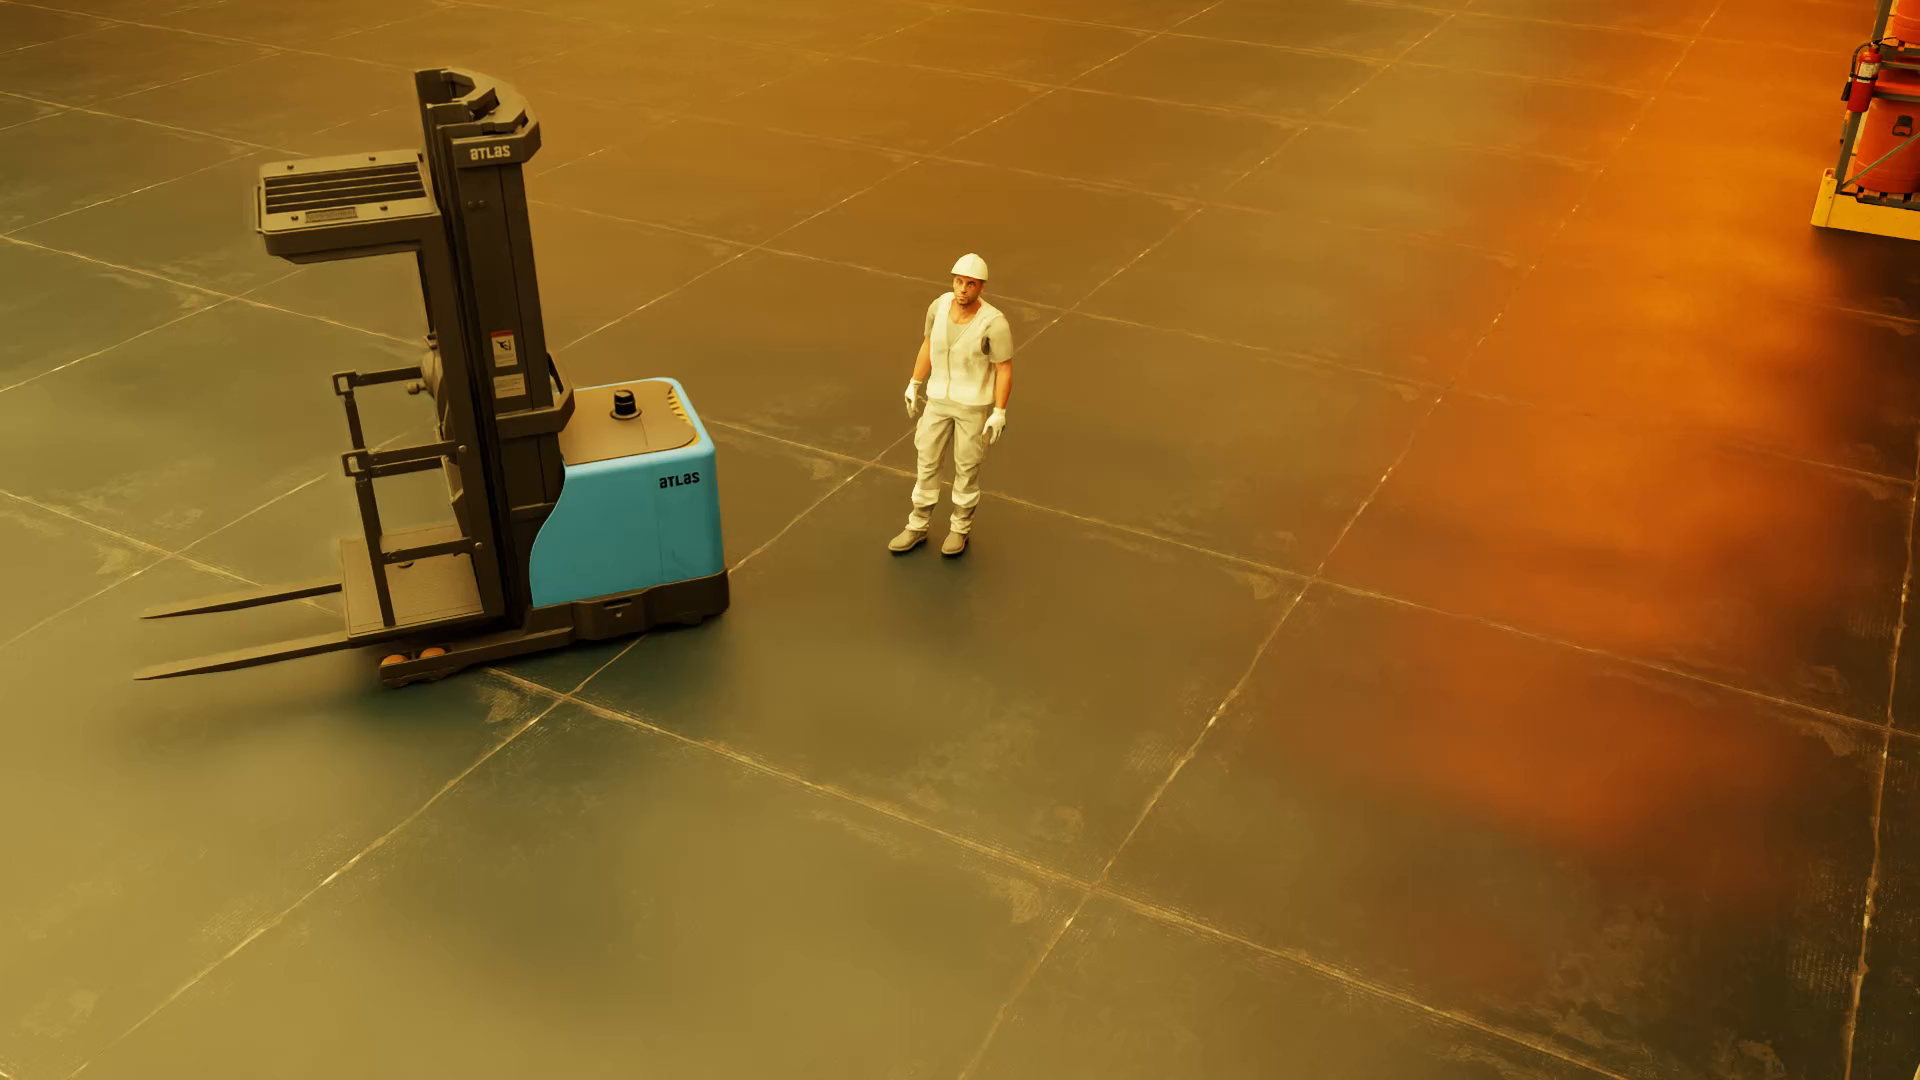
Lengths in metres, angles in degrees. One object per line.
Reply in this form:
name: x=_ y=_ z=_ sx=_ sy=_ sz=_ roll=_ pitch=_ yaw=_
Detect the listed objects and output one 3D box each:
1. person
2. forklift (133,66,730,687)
person: x=-0.049 y=-0.749 z=9.496 sx=0.638 sy=1.787 sz=0.564 roll=15 pitch=33 yaw=25
forklift: x=-2.850 y=-0.800 z=8.457 sx=3.031 sy=2.935 sz=1.130 roll=-11 pitch=32 yaw=-18
